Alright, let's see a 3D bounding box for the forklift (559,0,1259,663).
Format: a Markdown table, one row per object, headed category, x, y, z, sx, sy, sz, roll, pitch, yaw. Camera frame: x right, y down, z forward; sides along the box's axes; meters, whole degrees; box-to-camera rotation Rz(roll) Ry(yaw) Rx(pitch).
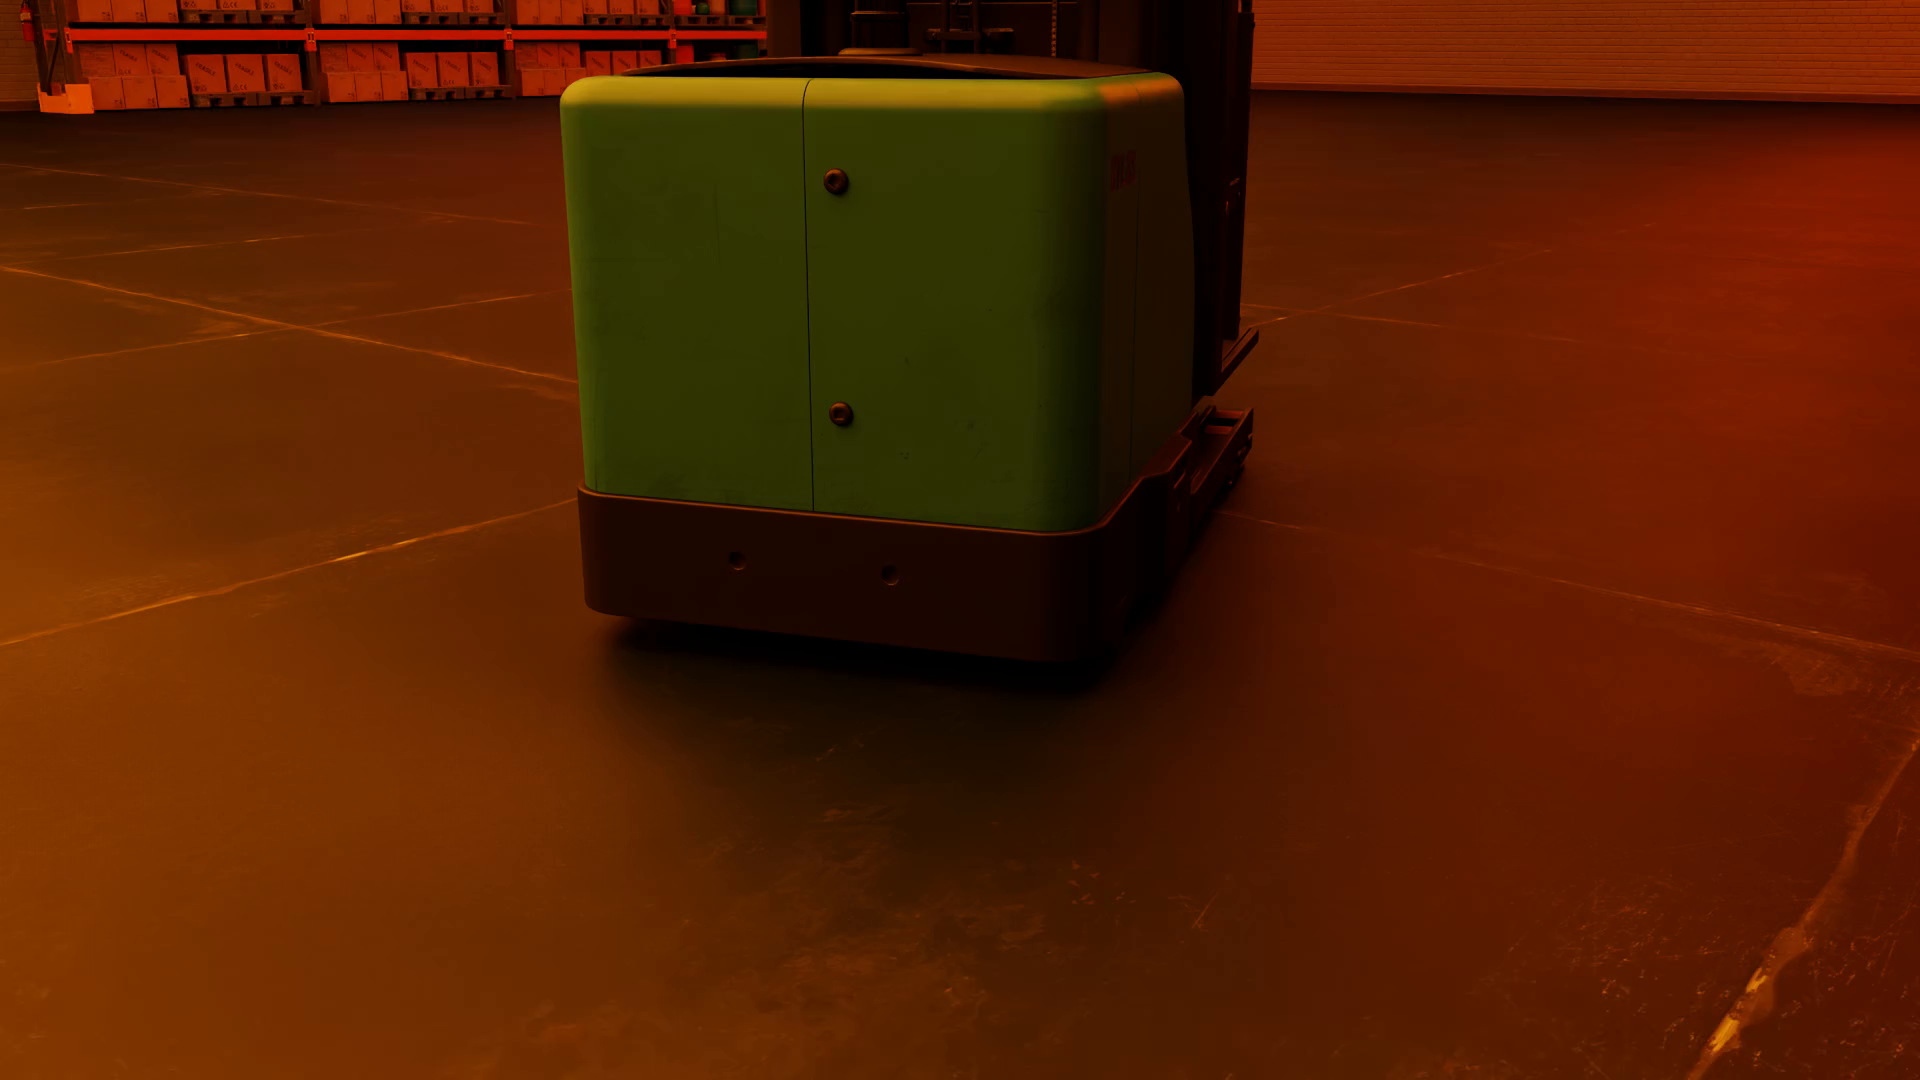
| category | x | y | z | sx | sy | sz | roll | pitch | yaw |
| --- | --- | --- | --- | --- | --- | --- | --- | --- | --- |
| forklift | 0.182 | -1.571 | 4.072 | 1.130 | 2.935 | 3.031 | 5 | 18 | 17 |
